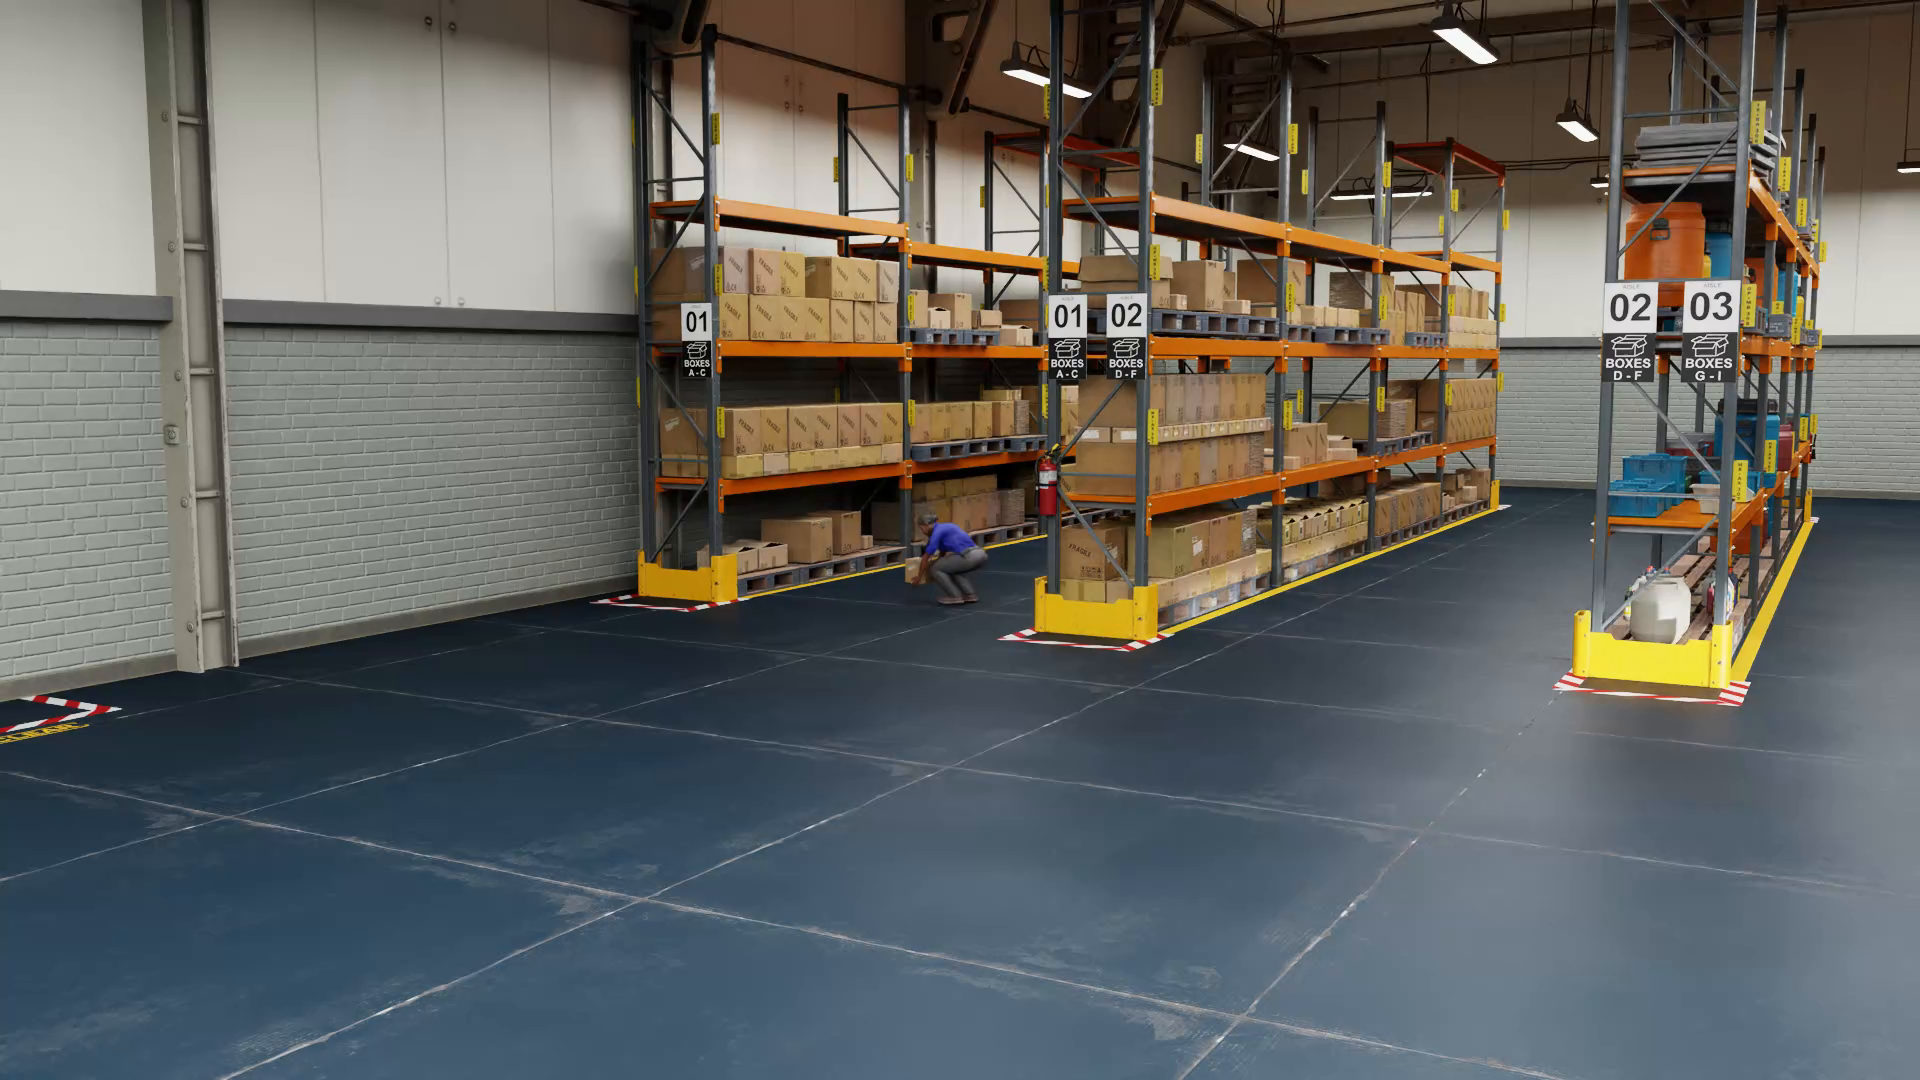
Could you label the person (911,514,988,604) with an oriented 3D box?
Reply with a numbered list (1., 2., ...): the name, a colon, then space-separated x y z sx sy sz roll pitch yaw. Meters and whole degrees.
1. person: -0.112 0.200 17.867 0.810 0.958 0.485 3 7 28
